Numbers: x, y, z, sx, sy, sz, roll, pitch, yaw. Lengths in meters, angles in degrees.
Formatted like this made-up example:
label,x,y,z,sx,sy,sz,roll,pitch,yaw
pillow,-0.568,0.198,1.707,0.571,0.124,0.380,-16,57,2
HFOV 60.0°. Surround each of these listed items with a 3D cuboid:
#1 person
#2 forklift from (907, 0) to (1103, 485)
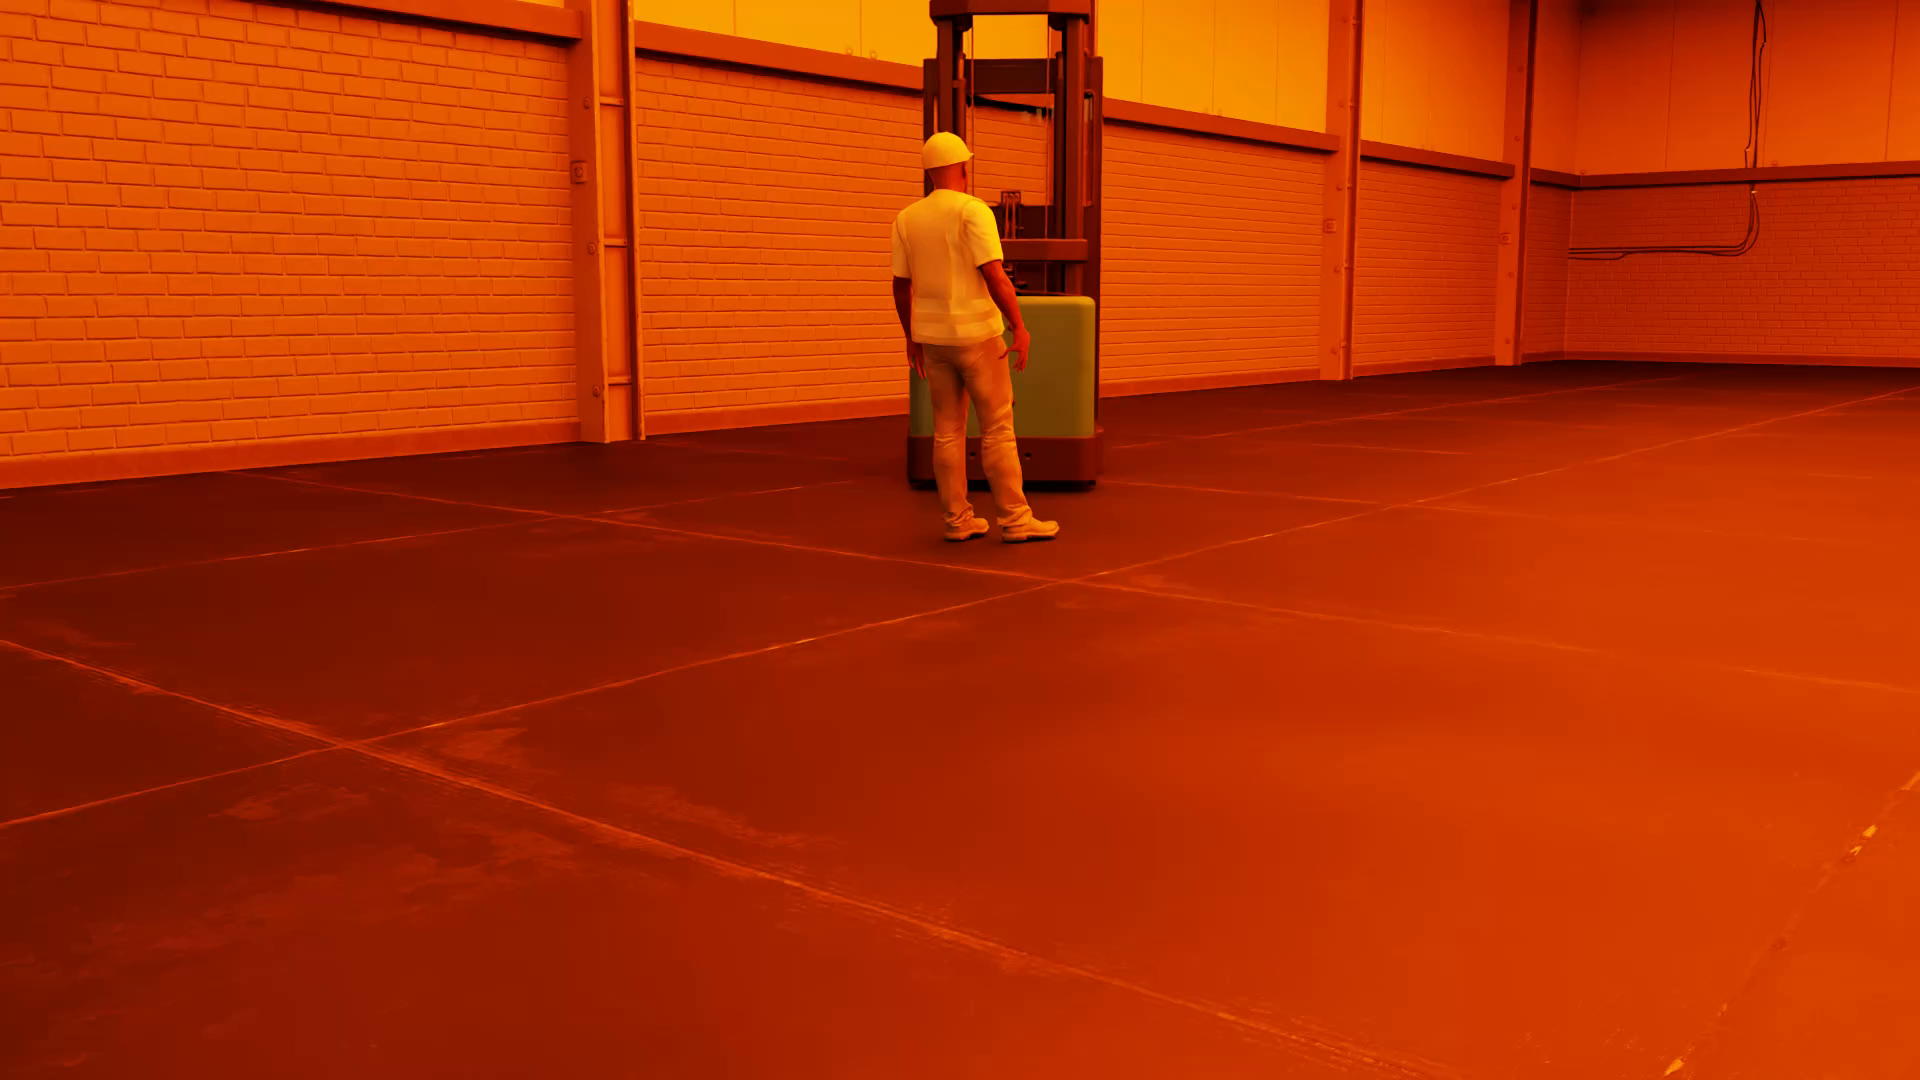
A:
label,x,y,z,sx,sy,sz,roll,pitch,yaw
person,0.049,-0.888,7.327,0.665,1.768,0.575,7,11,38
forklift,0.341,-1.924,10.430,1.130,2.935,3.031,1,8,5
